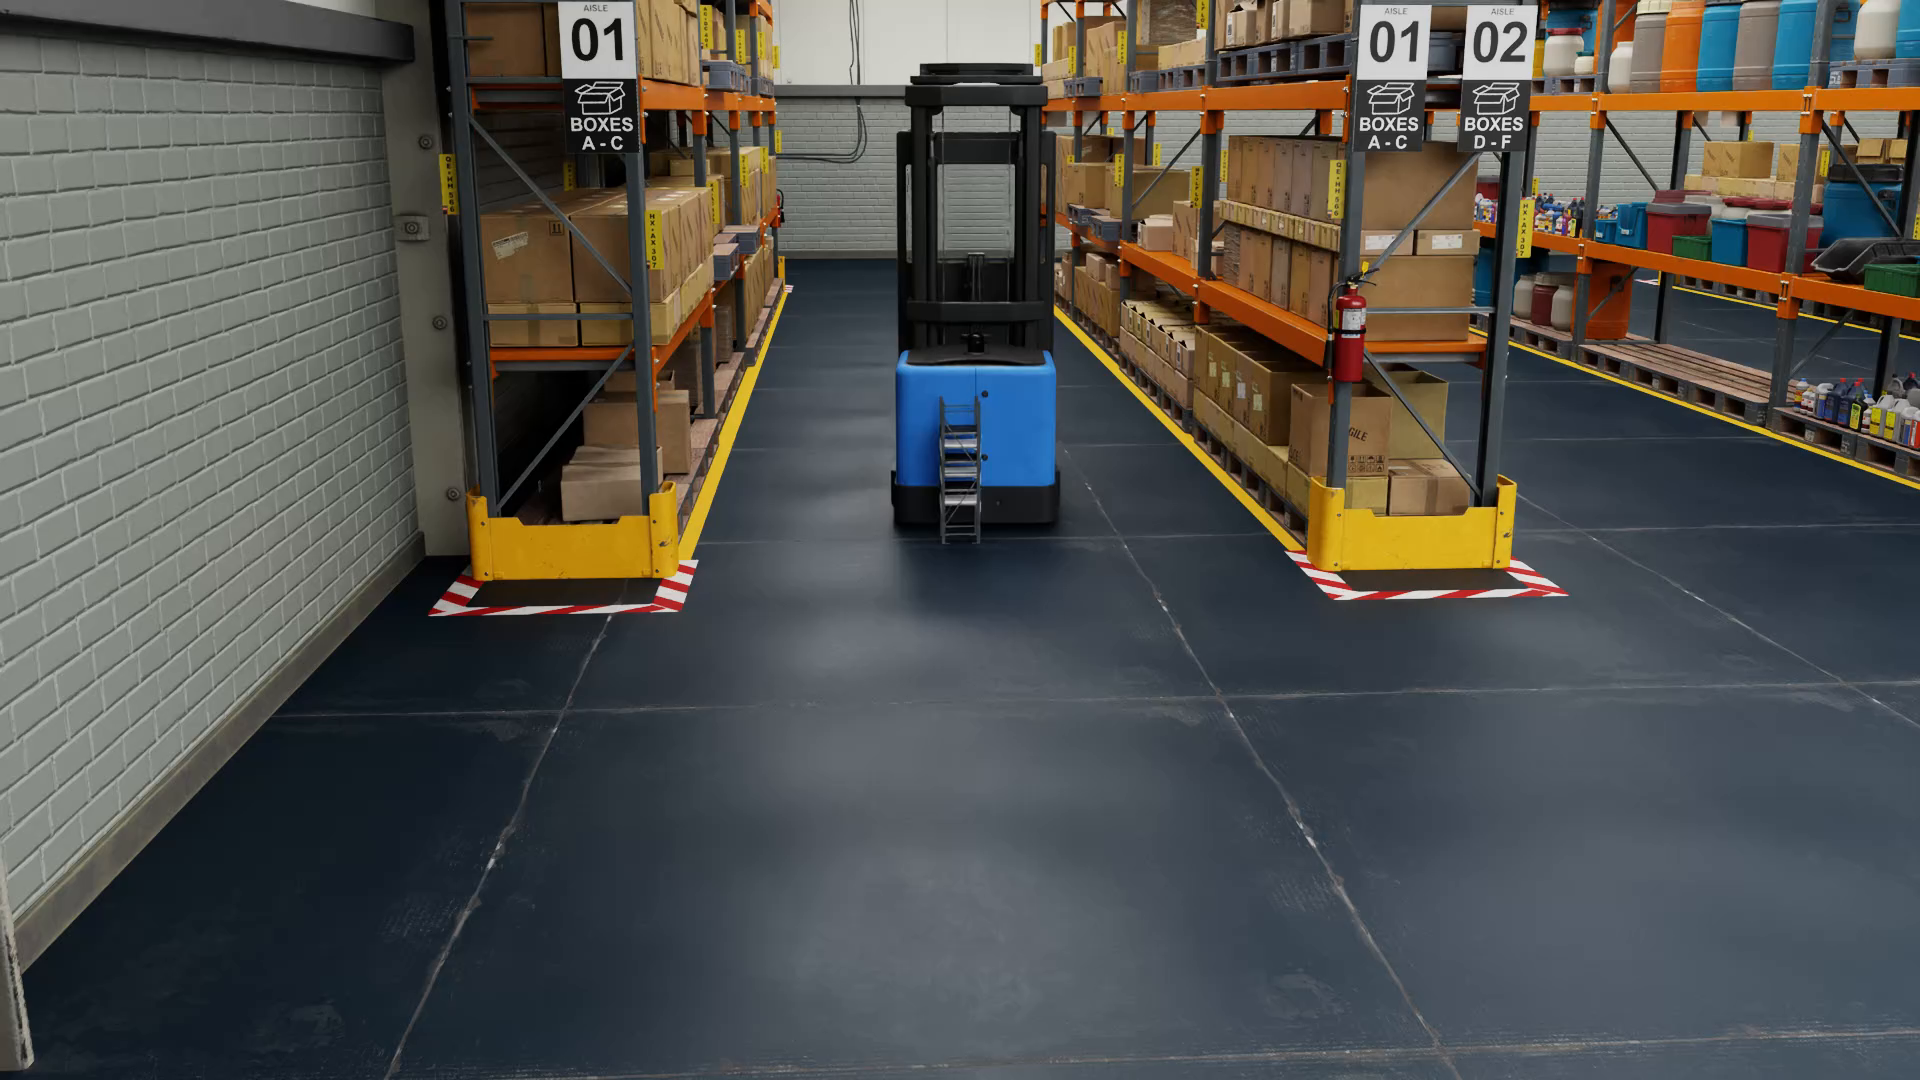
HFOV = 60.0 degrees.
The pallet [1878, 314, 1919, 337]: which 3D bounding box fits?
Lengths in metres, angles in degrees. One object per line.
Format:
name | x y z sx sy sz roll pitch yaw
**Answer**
pallet | 12.037 -2.617 20.274 1.003 0.211 1.213 -1 14 -3

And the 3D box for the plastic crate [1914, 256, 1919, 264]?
plastic crate | 7.728 -2.053 12.785 0.499 0.251 0.616 -1 14 -3

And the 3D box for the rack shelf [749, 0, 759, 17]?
rack shelf | -2.872 -6.099 18.417 1.077 0.370 4.000 -1 14 -3

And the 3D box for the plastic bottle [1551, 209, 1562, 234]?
plastic bottle | 6.674 -3.558 18.592 0.097 0.271 0.097 0 14 0

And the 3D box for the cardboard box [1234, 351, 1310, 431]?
cardboard box | 2.255 -1.063 11.807 0.500 0.500 0.500 -1 14 -3

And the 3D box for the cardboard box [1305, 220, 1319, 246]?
cardboard box | 2.431 -1.972 10.668 0.380 0.149 0.250 -1 14 -3

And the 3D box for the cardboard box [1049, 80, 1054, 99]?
cardboard box | 1.529 -6.305 23.292 0.500 0.250 0.500 -1 14 -3

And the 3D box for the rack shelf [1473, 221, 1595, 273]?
rack shelf | 7.016 -3.540 19.709 1.077 0.370 4.000 -1 14 -3

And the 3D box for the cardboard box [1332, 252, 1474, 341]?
cardboard box | 2.676 -1.491 10.100 0.700 0.500 0.500 -1 14 -3

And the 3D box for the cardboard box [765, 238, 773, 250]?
cardboard box | -2.894 -4.270 23.972 0.380 0.149 0.250 0 14 -2

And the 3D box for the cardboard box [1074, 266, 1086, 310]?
cardboard box | 1.735 -3.189 21.034 0.500 0.500 0.500 -2 15 -6

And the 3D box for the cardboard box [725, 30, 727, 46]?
cardboard box | -2.952 -5.589 19.126 0.700 0.500 0.500 -1 14 -4

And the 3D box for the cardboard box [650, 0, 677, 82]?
cardboard box | -2.057 -3.110 10.332 0.500 0.500 0.500 0 14 -1

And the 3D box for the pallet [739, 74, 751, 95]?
pallet | -2.841 -4.759 17.361 1.213 0.211 1.003 0 14 -1

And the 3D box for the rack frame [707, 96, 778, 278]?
rack frame | -3.243 -5.228 24.825 1.000 3.000 0.127 -1 14 -3

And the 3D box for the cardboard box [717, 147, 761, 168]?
cardboard box | -2.711 -4.686 20.377 0.500 0.250 0.500 -1 14 -2

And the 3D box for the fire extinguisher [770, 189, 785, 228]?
fire extinguisher | -2.792 -5.054 25.055 0.296 0.674 0.183 -1 14 -3

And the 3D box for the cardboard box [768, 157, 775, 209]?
cardboard box | -3.146 -5.066 23.593 0.980 0.700 0.700 -1 14 -4

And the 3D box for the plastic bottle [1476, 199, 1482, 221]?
plastic bottle | 6.529 -4.140 20.856 0.097 0.271 0.097 0 14 0

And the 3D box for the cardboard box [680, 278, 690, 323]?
cardboard box | -2.038 -1.568 10.860 0.500 0.250 0.500 -1 14 -4

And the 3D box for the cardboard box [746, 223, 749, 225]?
cardboard box | -2.476 -3.342 17.959 0.380 0.149 0.250 0 14 -2

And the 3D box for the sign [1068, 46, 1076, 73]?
sign | 1.407 -6.003 20.781 0.100 0.325 0.005 -1 14 -3

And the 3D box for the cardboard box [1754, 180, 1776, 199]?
cardboard box | 11.480 -4.895 23.236 0.500 0.250 0.500 -1 14 -2

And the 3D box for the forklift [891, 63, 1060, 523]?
forklift | 0.112 -1.836 11.778 1.130 2.935 3.031 0 14 0

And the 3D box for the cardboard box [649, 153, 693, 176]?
cardboard box | -3.035 -3.912 17.370 0.500 0.250 0.500 0 14 -2

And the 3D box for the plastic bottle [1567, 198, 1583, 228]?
plastic bottle | 7.201 -3.829 19.486 0.144 0.351 0.185 -1 14 -3

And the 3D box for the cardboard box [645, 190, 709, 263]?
cardboard box | -2.125 -2.307 12.228 0.500 0.500 0.500 -1 14 -4

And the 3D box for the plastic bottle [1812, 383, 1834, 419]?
plastic bottle | 7.018 -1.124 13.460 0.152 0.276 0.135 0 14 -1

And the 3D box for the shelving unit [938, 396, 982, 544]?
shelving unit | 0.000 -0.438 10.422 0.258 0.900 0.210 -1 14 -3

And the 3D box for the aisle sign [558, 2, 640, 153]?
aisle sign | -1.948 -2.494 8.984 0.394 0.787 0.004 -1 14 -3

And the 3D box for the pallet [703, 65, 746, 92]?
pallet | -2.499 -4.018 14.481 1.213 0.211 1.003 -1 14 -3

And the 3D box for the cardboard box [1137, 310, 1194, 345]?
cardboard box | 2.006 -2.067 16.089 0.500 0.311 0.500 -1 14 -5

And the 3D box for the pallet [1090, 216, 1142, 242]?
pallet | 2.084 -3.390 18.068 1.213 0.211 1.003 -1 14 -3

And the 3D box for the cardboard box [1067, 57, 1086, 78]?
cardboard box | 1.647 -6.049 21.296 0.500 0.250 0.500 -1 14 -3

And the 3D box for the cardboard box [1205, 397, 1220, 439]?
cardboard box | 2.196 -0.948 12.867 0.500 0.250 0.500 -1 14 -3

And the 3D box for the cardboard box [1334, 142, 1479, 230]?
cardboard box | 2.672 -2.132 9.989 0.700 0.500 0.500 -1 14 -3

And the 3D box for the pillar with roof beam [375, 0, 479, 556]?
pillar with roof beam | 1.138 -4.381 9.495 9.100 9.000 0.400 -1 14 -3

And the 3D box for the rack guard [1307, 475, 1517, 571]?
rack guard | 2.693 -0.109 9.948 1.175 0.500 0.348 -1 14 -3

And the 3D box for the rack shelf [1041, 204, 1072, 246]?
rack shelf | 1.824 -4.459 23.282 1.077 0.370 4.000 -1 14 -3

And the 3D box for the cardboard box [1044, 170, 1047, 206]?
cardboard box | 1.502 -5.111 24.170 0.500 0.500 0.500 -1 14 -4

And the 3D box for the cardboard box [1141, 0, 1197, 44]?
cardboard box | 2.175 -5.410 17.304 0.500 0.500 0.500 -1 14 -3

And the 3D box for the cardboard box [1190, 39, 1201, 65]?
cardboard box | 2.387 -4.381 14.971 0.500 0.250 0.500 -2 15 -8

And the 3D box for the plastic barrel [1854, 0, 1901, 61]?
plastic barrel | 7.219 -3.996 12.952 0.421 0.512 0.421 0 14 0

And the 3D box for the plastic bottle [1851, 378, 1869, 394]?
plastic bottle | 7.168 -1.122 13.299 0.144 0.351 0.185 -1 14 -3

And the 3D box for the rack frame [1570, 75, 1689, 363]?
rack frame | 7.140 -3.391 17.687 1.000 3.000 0.127 -1 14 -3

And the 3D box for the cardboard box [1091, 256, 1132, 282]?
cardboard box | 1.829 -3.179 19.489 0.500 0.250 0.500 -1 14 -4

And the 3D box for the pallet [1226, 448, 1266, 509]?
pallet | 2.530 -0.468 11.921 1.003 0.211 1.213 -1 14 -3

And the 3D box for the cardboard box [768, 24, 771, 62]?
cardboard box | -2.906 -6.920 23.136 0.500 0.500 0.500 0 14 -2

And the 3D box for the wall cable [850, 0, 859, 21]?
wall cable | -0.537 -10.529 29.486 3.097 2.526 0.112 -1 14 -3

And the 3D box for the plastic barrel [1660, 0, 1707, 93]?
plastic barrel | 7.015 -4.682 15.820 0.600 0.830 0.708 -1 14 -3

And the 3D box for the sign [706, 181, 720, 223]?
sign | -1.959 -2.673 13.158 0.100 0.325 0.005 -1 14 -3
